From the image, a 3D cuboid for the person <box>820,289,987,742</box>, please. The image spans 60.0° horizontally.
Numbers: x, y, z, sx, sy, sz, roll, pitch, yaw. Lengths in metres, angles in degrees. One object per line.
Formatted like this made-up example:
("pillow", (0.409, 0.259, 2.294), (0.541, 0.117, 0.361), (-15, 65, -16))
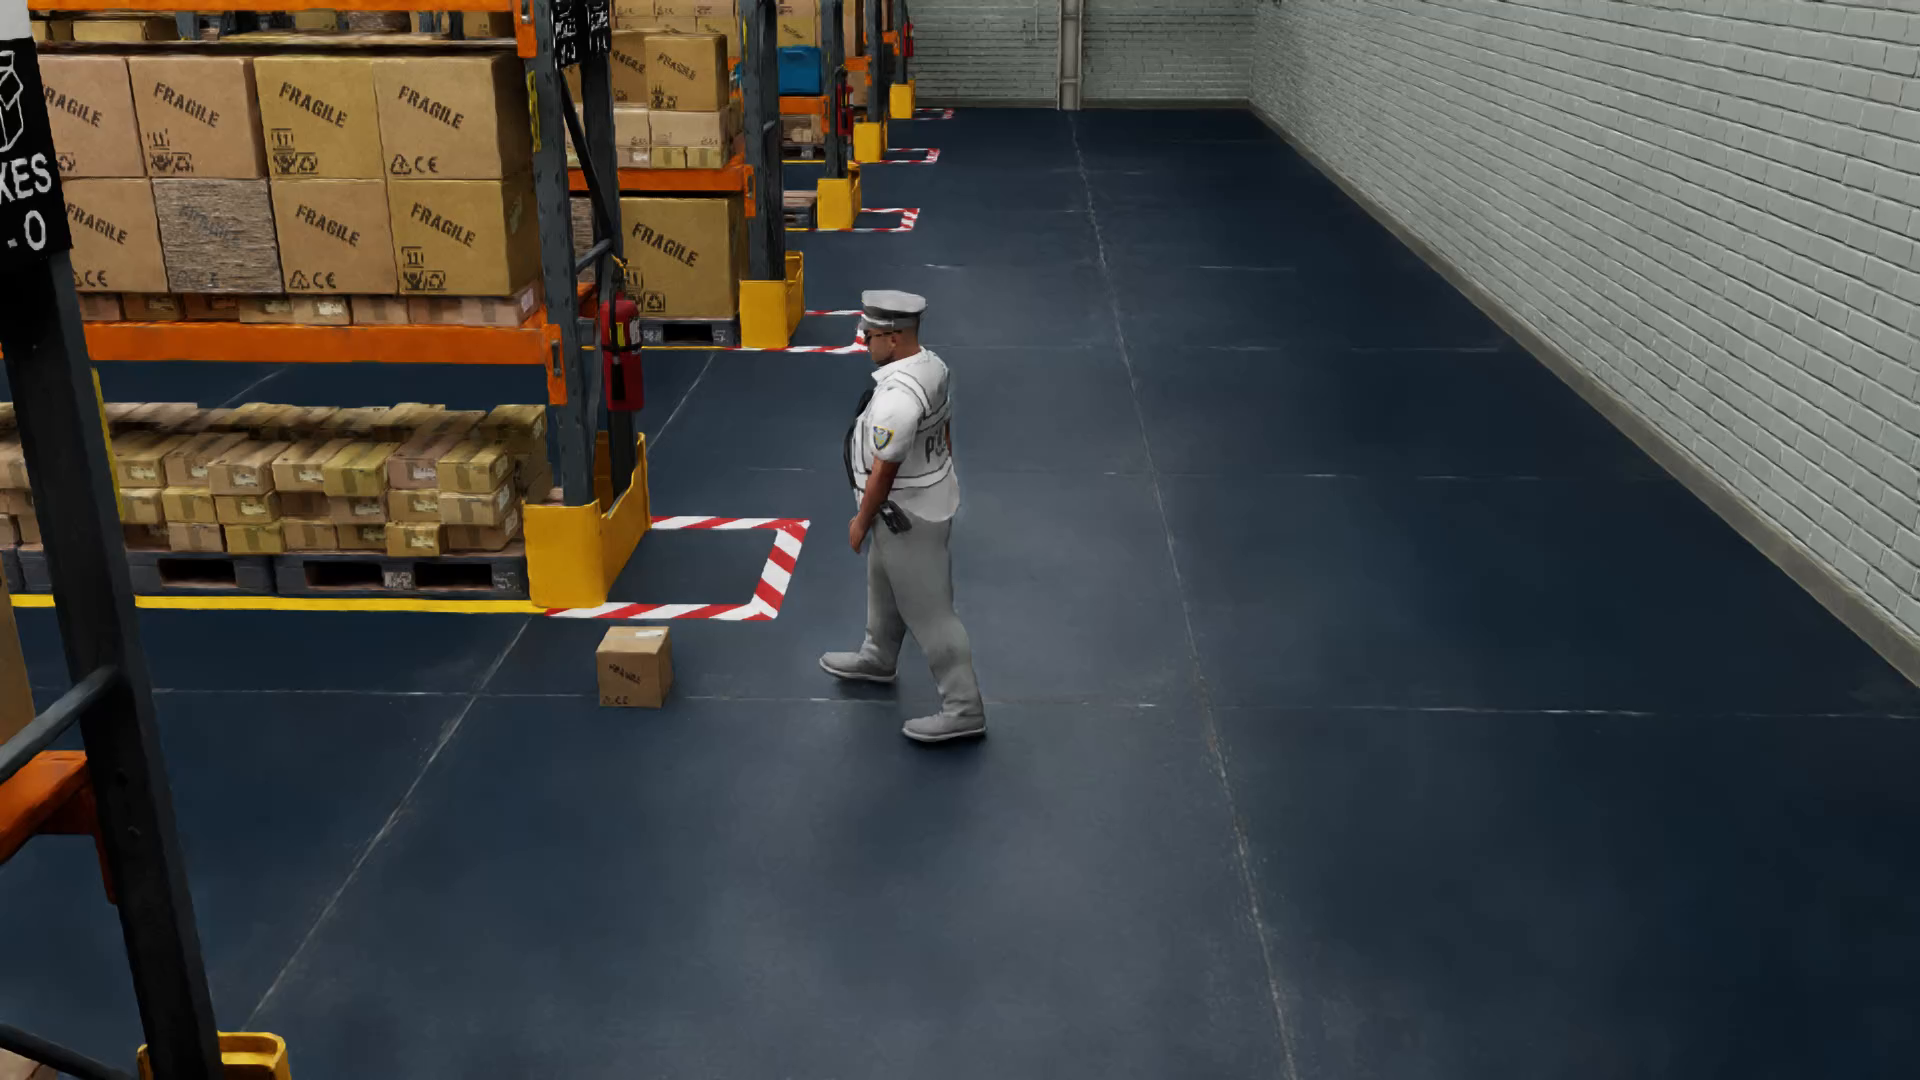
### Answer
("person", (-0.250, -0.128, 6.397), (0.749, 1.713, 0.660), (3, 21, 7))
